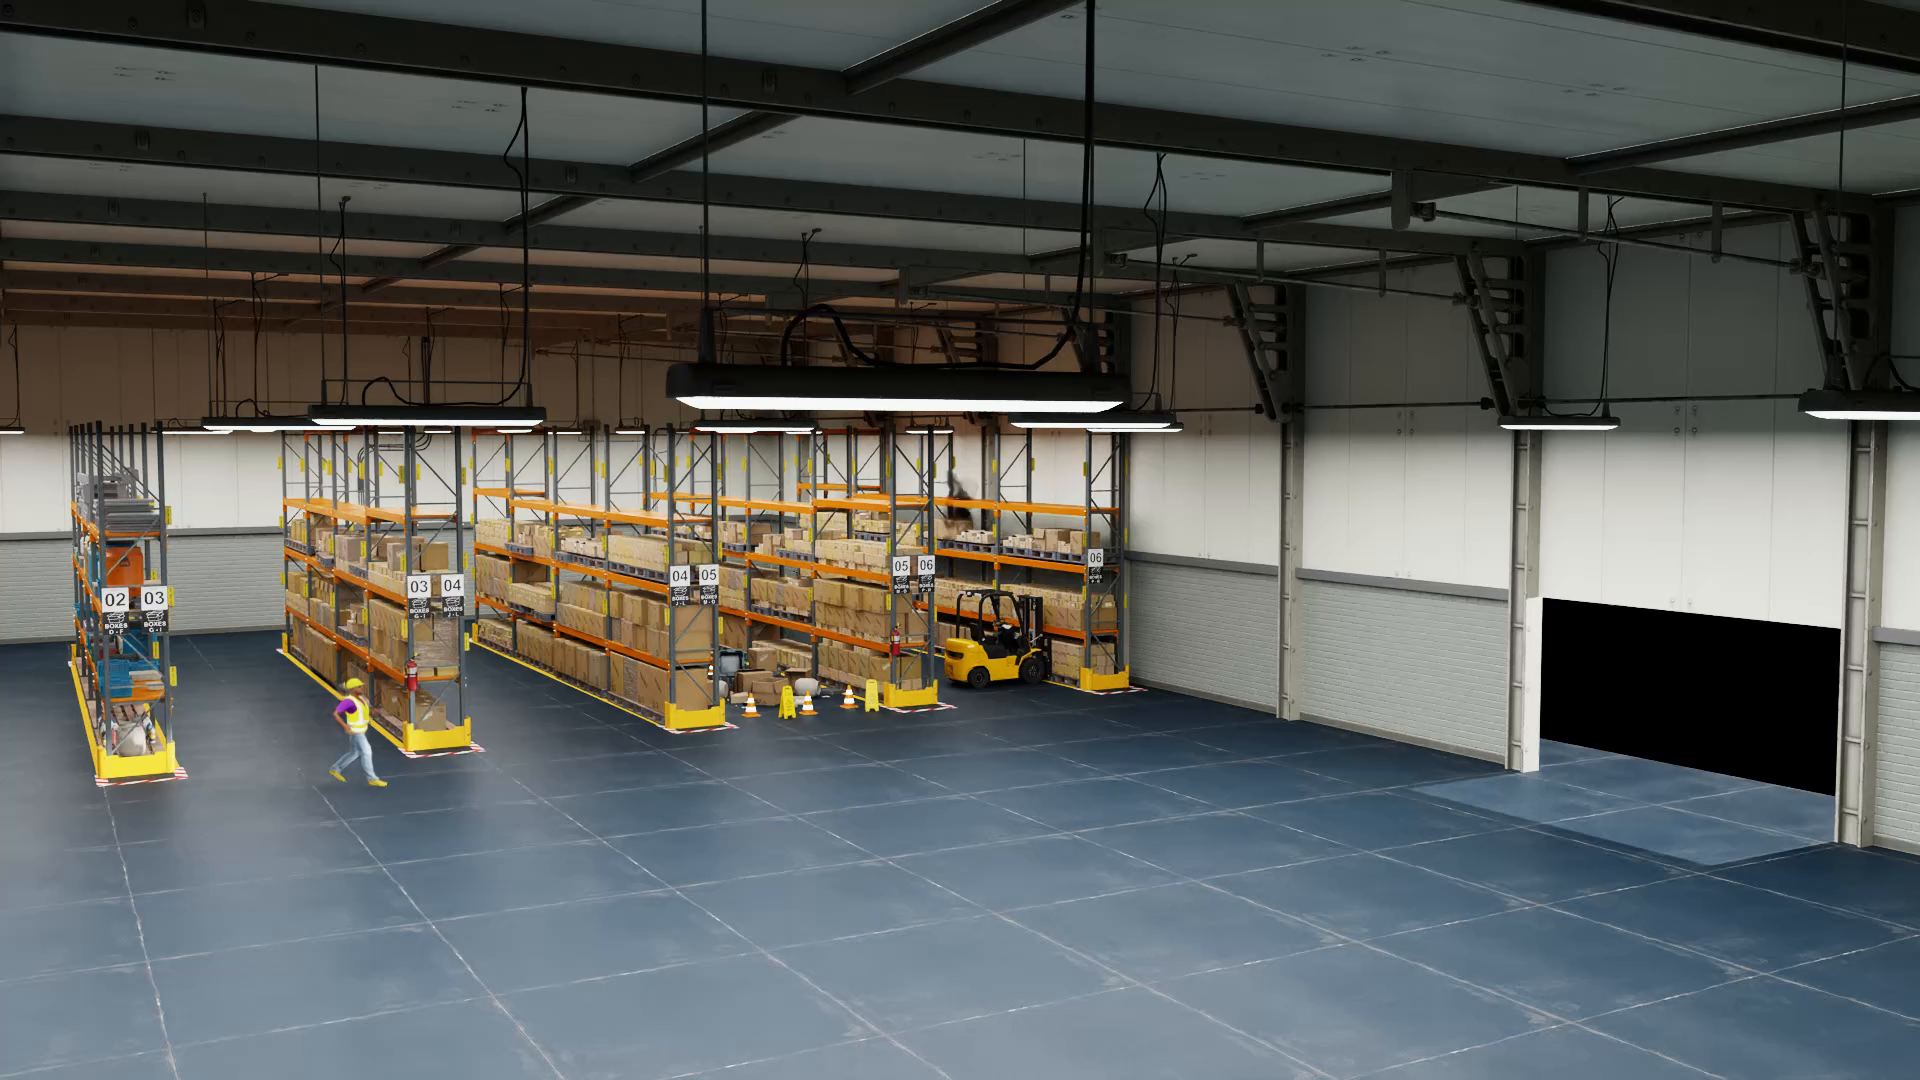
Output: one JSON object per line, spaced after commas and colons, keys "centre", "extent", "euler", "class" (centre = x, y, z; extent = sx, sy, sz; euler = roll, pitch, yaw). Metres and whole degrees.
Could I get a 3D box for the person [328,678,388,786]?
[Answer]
{"centre": [-9.840, 3.132, 27.137], "extent": [0.986, 1.756, 0.698], "euler": [0, 4, -5], "class": "person"}
